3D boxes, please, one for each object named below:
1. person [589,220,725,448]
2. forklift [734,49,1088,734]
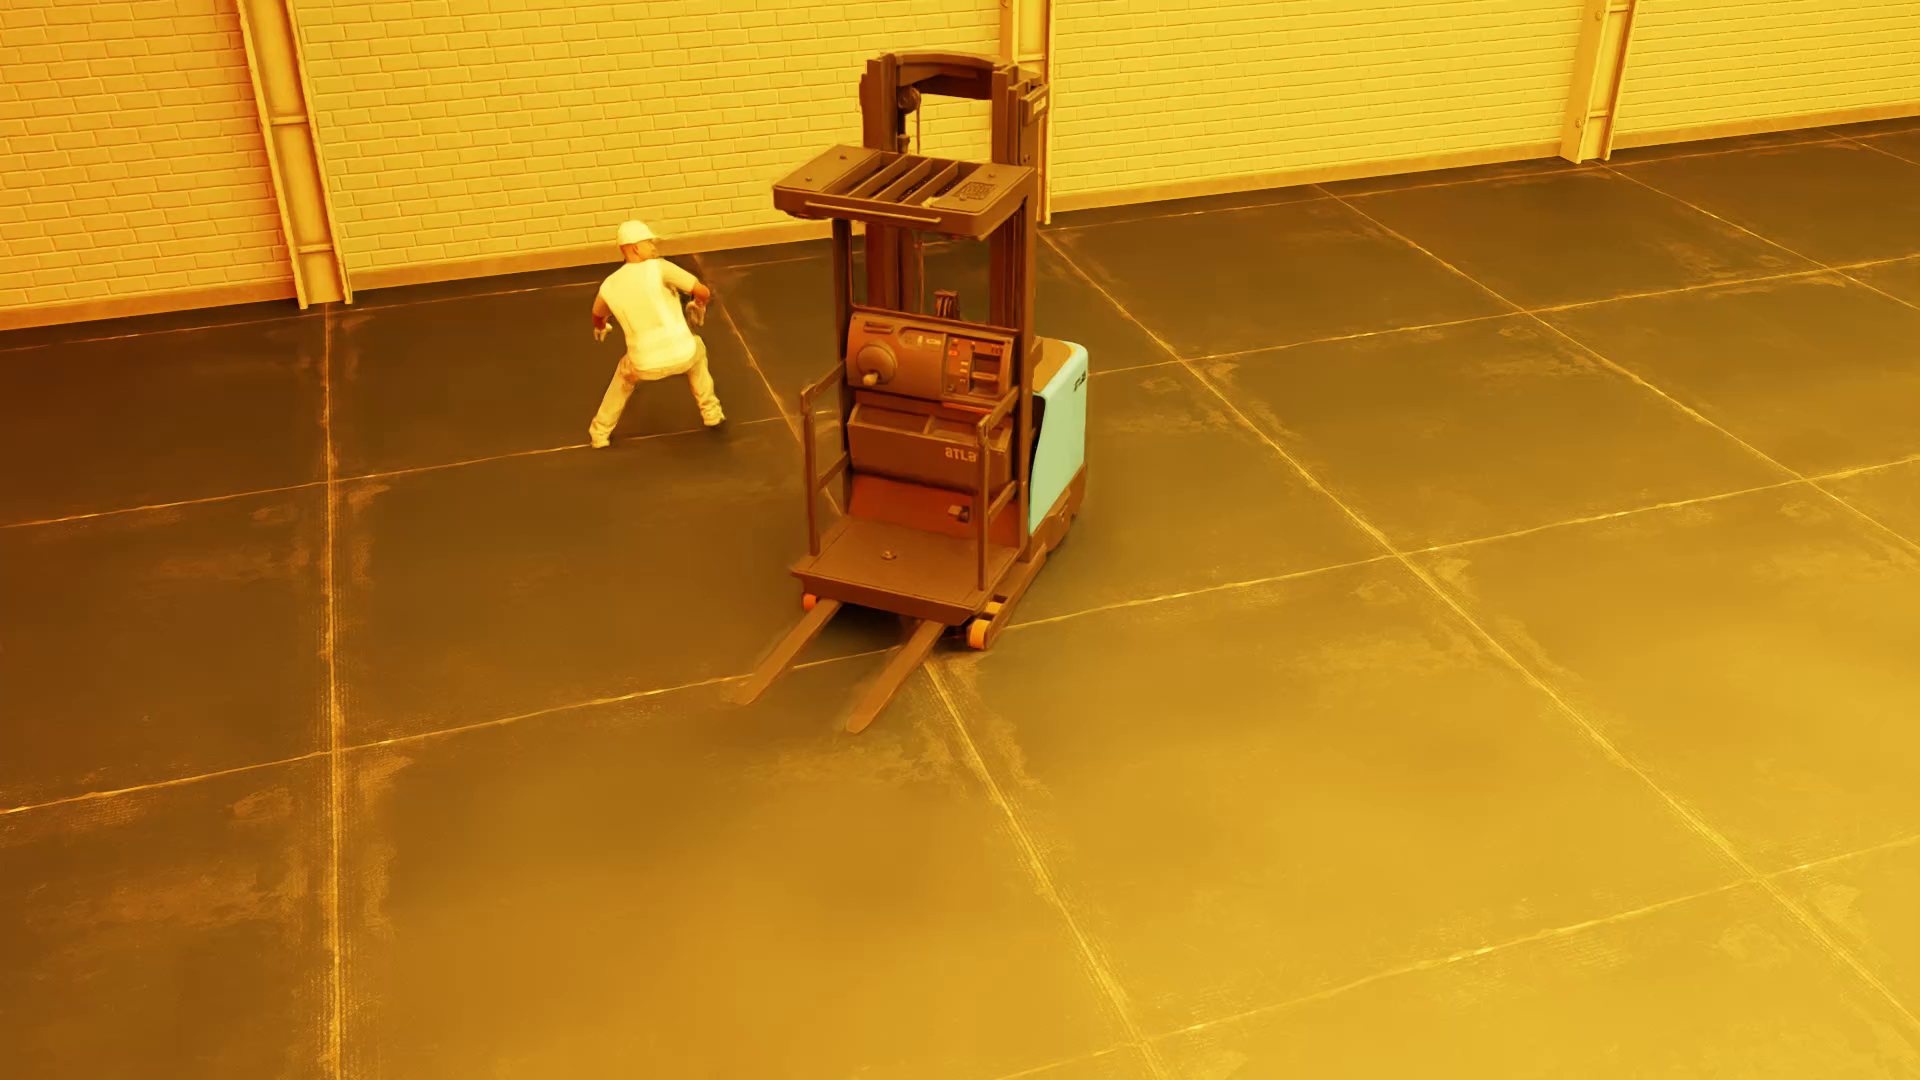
[{"bbox_3d":[-2.044,-1.323,10.875,0.905,1.541,0.801,-2,30,-3],"label":"person"},{"bbox_3d":[-0.242,-0.914,8.675,1.130,2.935,3.031,11,32,19],"label":"forklift"}]
